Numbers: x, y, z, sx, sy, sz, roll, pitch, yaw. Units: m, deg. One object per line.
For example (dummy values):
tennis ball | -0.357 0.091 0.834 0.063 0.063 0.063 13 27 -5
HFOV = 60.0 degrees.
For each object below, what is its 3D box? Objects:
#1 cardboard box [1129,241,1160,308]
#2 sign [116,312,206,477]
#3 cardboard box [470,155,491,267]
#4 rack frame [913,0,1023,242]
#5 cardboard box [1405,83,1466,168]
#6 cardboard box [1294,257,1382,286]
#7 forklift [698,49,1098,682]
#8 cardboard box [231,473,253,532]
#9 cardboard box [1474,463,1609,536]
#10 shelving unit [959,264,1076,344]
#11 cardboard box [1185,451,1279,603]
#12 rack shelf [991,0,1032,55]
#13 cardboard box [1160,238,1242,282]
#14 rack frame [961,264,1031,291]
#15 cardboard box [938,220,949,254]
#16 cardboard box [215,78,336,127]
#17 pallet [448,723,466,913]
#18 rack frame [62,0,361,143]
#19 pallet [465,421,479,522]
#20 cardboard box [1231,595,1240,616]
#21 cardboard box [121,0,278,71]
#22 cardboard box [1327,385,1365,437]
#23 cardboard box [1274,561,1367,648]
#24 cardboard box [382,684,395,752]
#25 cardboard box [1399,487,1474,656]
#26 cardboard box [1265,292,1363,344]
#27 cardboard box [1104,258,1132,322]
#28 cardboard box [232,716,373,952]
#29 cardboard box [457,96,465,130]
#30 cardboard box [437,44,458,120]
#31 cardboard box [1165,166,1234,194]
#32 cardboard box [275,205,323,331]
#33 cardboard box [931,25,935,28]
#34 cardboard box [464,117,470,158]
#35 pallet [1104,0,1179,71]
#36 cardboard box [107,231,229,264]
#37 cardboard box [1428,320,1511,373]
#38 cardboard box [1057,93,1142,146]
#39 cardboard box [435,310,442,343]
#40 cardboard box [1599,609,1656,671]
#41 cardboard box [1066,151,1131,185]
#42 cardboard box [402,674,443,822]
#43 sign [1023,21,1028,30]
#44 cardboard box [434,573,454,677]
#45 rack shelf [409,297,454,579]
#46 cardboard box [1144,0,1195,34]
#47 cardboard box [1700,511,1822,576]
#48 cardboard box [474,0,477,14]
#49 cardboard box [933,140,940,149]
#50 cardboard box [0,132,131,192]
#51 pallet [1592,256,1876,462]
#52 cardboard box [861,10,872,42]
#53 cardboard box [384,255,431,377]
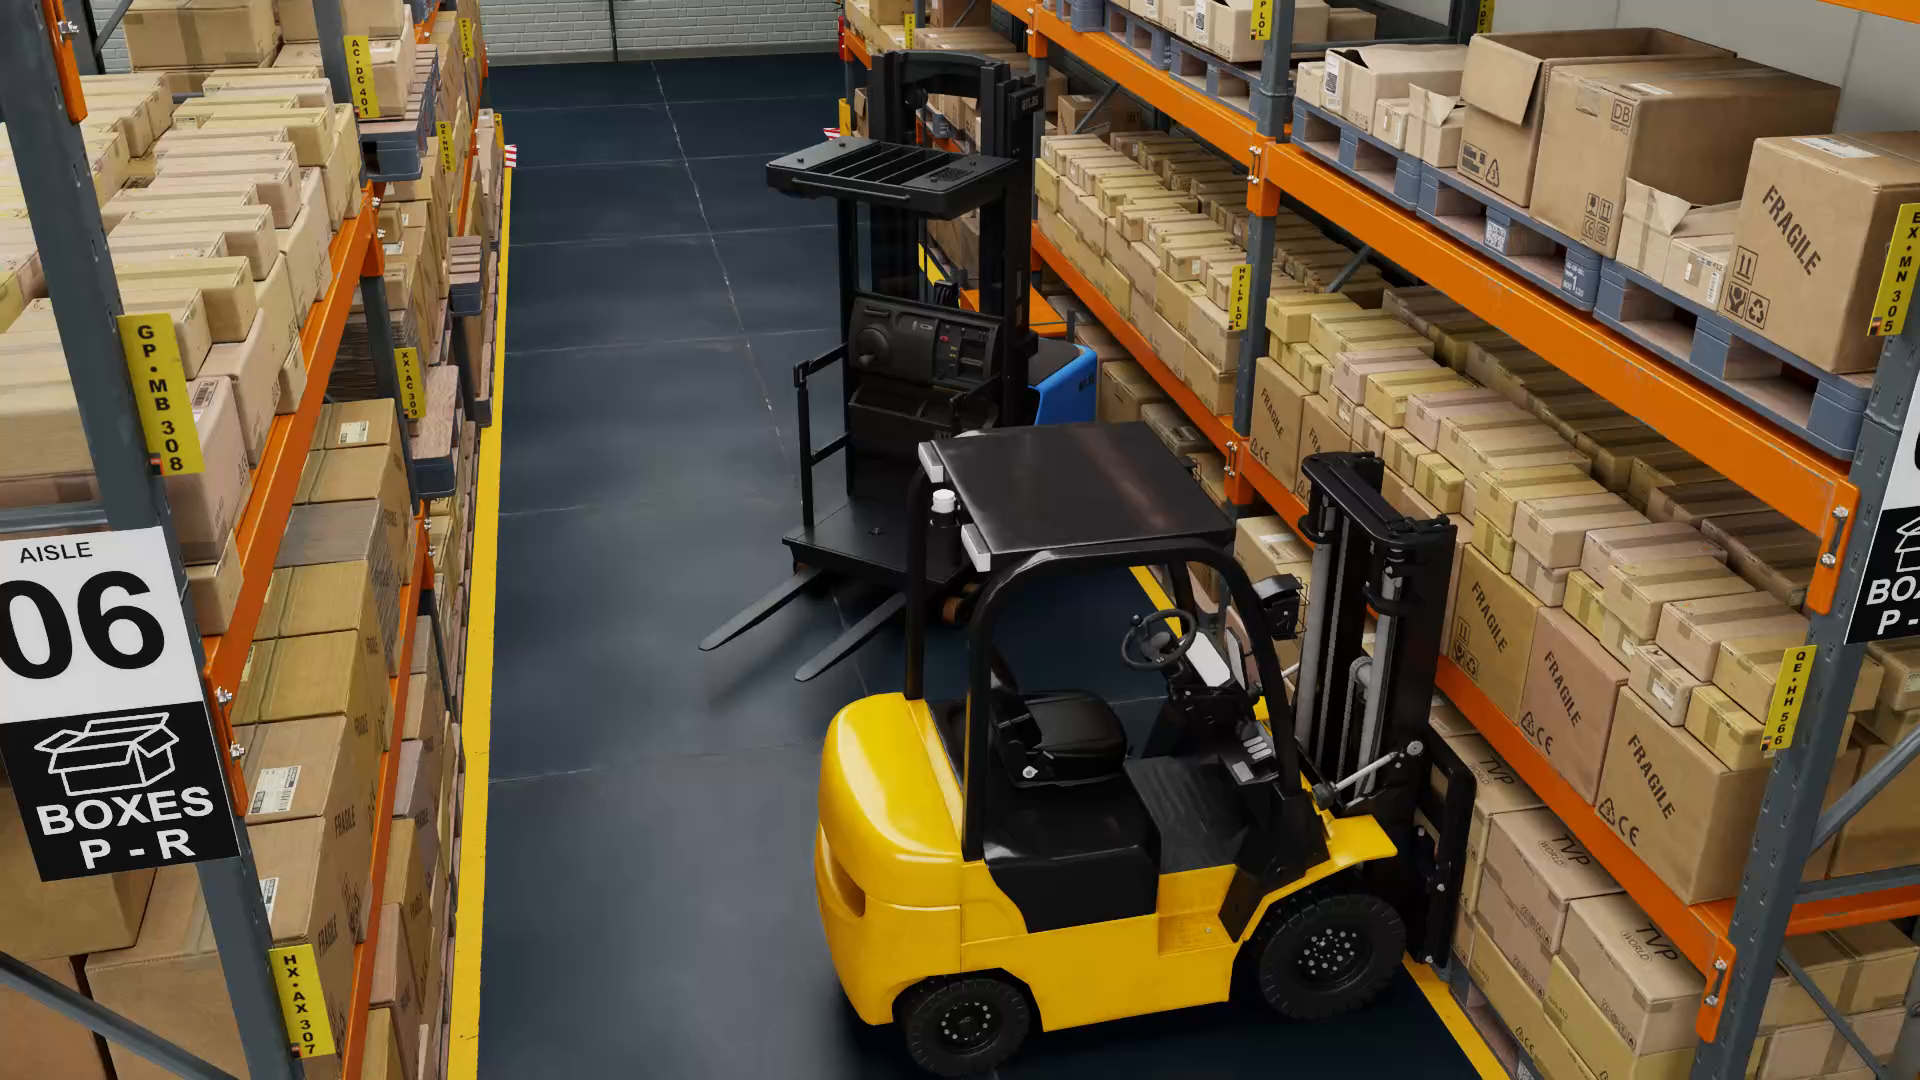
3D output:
cardboard box | 1.291 -1.547 9.597 0.500 0.250 0.500 -5 27 -11
sign | -1.522 -0.274 3.164 0.100 0.325 0.005 -6 27 -12
cardboard box | -4.537 -2.732 14.226 0.875 0.875 0.875 -5 27 -10
rack frame | 0.080 -4.263 15.367 1.000 3.000 0.127 -6 27 -12
cardboard box | 1.922 -1.580 6.294 0.396 0.266 0.258 -7 28 -13
cardboard box | 2.004 -1.384 8.833 0.380 0.149 0.250 -7 28 -13
forklift | -0.316 -1.064 9.104 1.130 2.935 3.031 15 30 27
cardboard box | -1.982 -0.121 4.110 0.380 0.149 0.250 -5 27 -10
cardboard box | 2.113 -0.148 6.053 0.380 0.149 0.250 -5 27 -11
shelving unit | 0.371 -1.174 11.327 0.538 1.125 1.048 -6 27 -12
cardboard box | 1.755 -0.106 9.301 0.875 0.625 0.625 -5 27 -9
rack shelf | 0.531 -4.403 13.114 1.077 0.370 4.000 -6 27 -12
cardboard box | 1.322 -1.539 9.139 0.380 0.149 0.250 -7 28 -13
rack frame | 0.250 -1.396 11.768 0.500 1.125 0.032 -6 27 -12
cardboard box | 0.100 -2.867 14.908 0.500 0.500 0.500 -6 27 -12
cardboard box | -2.535 -1.605 6.165 0.380 0.149 0.250 -7 28 -13
pallet | -2.766 1.291 7.458 1.003 0.211 1.213 -6 27 -12
rack frame | -2.952 -2.923 6.055 1.000 3.000 0.127 -6 27 -12
pallet | -3.679 -0.413 10.834 1.003 0.211 1.213 -6 27 -12
cardboard box | 1.691 0.310 8.338 0.500 0.250 0.500 -6 27 -12
cardboard box | -3.207 -2.170 7.036 0.500 0.250 0.500 -5 27 -10
cardboard box | 1.828 -0.578 7.234 0.380 0.149 0.250 -5 27 -10
cardboard box | 1.792 0.312 7.778 0.500 0.250 0.500 -6 27 -12
cardboard box | -2.229 0.647 5.917 0.380 0.149 0.250 -6 27 -11
cardboard box | 2.070 0.098 6.616 0.500 0.500 0.500 -6 27 -11
cardboard box | 1.666 -1.048 7.836 0.380 0.149 0.250 -5 27 -11
cardboard box | 1.190 -1.546 10.150 0.500 0.250 0.500 -5 27 -10
cardboard box | -2.007 0.870 4.756 0.500 0.500 0.500 -5 27 -10
cardboard box | -4.176 -3.299 13.069 0.500 0.250 0.500 -5 27 -10
cardboard box | -4.060 -3.401 12.439 0.500 0.500 0.500 -6 27 -11
cardboard box | 1.525 -2.272 10.592 0.380 0.149 0.250 -6 27 -12
cardboard box | -2.245 -0.815 5.044 0.500 0.250 0.500 -5 27 -10
cardboard box | -0.003 -5.020 16.703 0.500 0.250 0.500 -5 27 -10
cardboard box | -4.295 -3.295 13.616 0.500 0.250 0.500 -6 27 -12
pallet | 1.477 -2.982 9.710 1.003 0.211 1.213 -5 27 -9
cardboard box | -2.134 -0.691 4.354 0.380 0.149 0.250 -6 27 -12
cardboard box | 2.338 -0.879 7.502 0.380 0.149 0.250 -6 27 -12
cardboard box | 1.018 -2.981 12.250 0.500 0.500 0.500 -5 27 -9
cardboard box | -3.035 -1.170 9.052 0.380 0.149 0.250 -5 27 -10
cardboard box | 2.348 0.318 5.461 0.380 0.149 0.250 -5 27 -11
cardboard box | 0.911 -2.444 10.932 0.380 0.149 0.250 -5 27 -10
cardboard box | -2.441 0.916 6.860 0.500 0.500 0.500 -5 27 -11
sign | 0.620 -4.838 15.221 0.100 0.325 0.005 -6 27 -12
cardboard box | -3.073 0.510 8.360 0.950 0.372 0.625 -6 27 -11
rack shelf | -3.403 -0.802 9.309 1.077 0.370 4.000 -6 27 -12
cardboard box | 1.310 -2.912 8.884 0.500 0.311 0.500 -7 28 -13
cardboard box | 2.776 0.026 5.709 0.380 0.149 0.250 -6 27 -11
cardboard box | -5.169 -5.590 16.776 0.500 0.500 0.500 -6 27 -11
cardboard box | -0.039 -3.579 15.269 0.380 0.149 0.250 -6 27 -12
cardboard box | -2.923 -1.207 5.377 0.380 0.149 0.250 -7 28 -13
pallet | 2.650 -0.608 4.894 1.003 0.211 1.213 -6 27 -12
cardboard box | -0.750 -5.415 17.485 0.500 0.250 0.500 -6 27 -13
cardboard box | -2.892 -1.065 8.124 0.500 0.500 0.500 -6 27 -11
